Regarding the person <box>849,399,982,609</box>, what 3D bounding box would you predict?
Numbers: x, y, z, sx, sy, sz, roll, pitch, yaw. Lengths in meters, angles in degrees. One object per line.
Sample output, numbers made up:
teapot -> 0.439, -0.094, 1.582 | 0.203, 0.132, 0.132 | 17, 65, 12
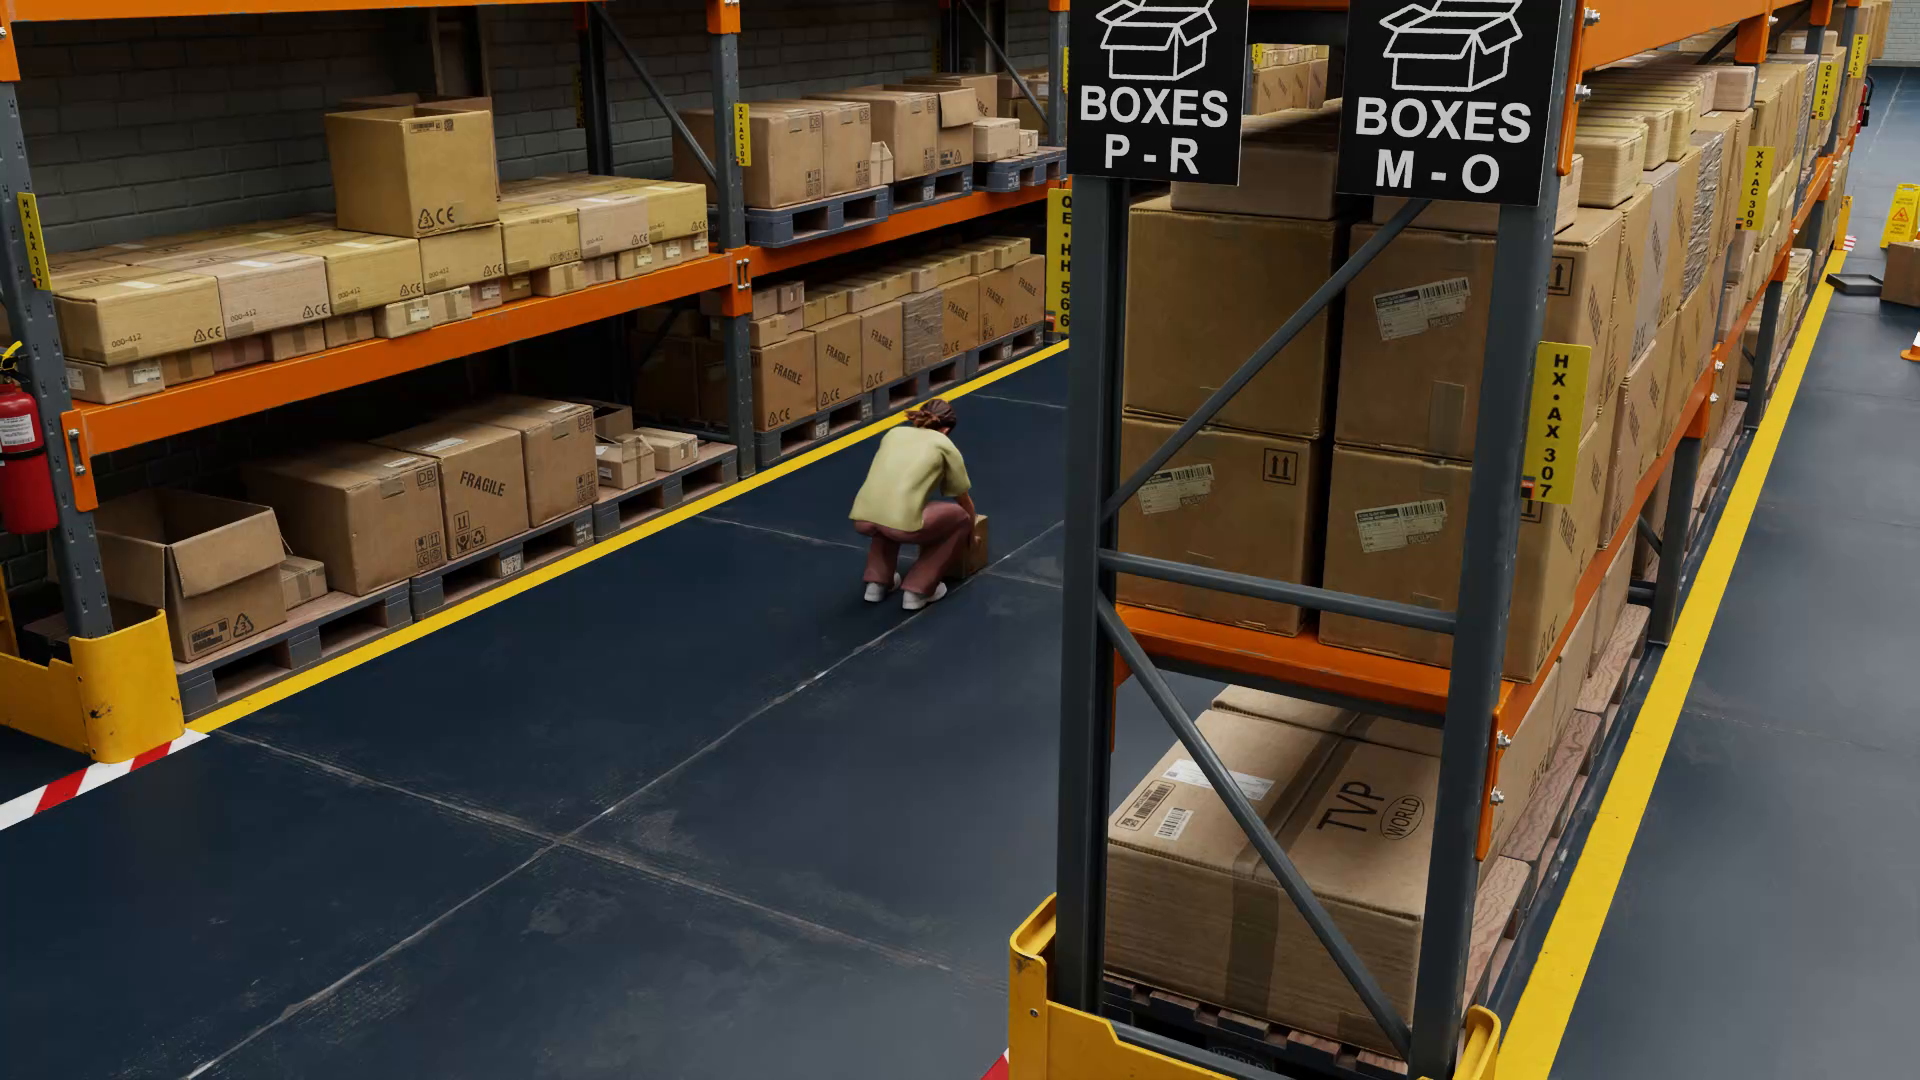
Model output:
person -> -0.221, -0.171, 7.787 | 0.486, 0.857, 0.802 | 11, 22, 27
